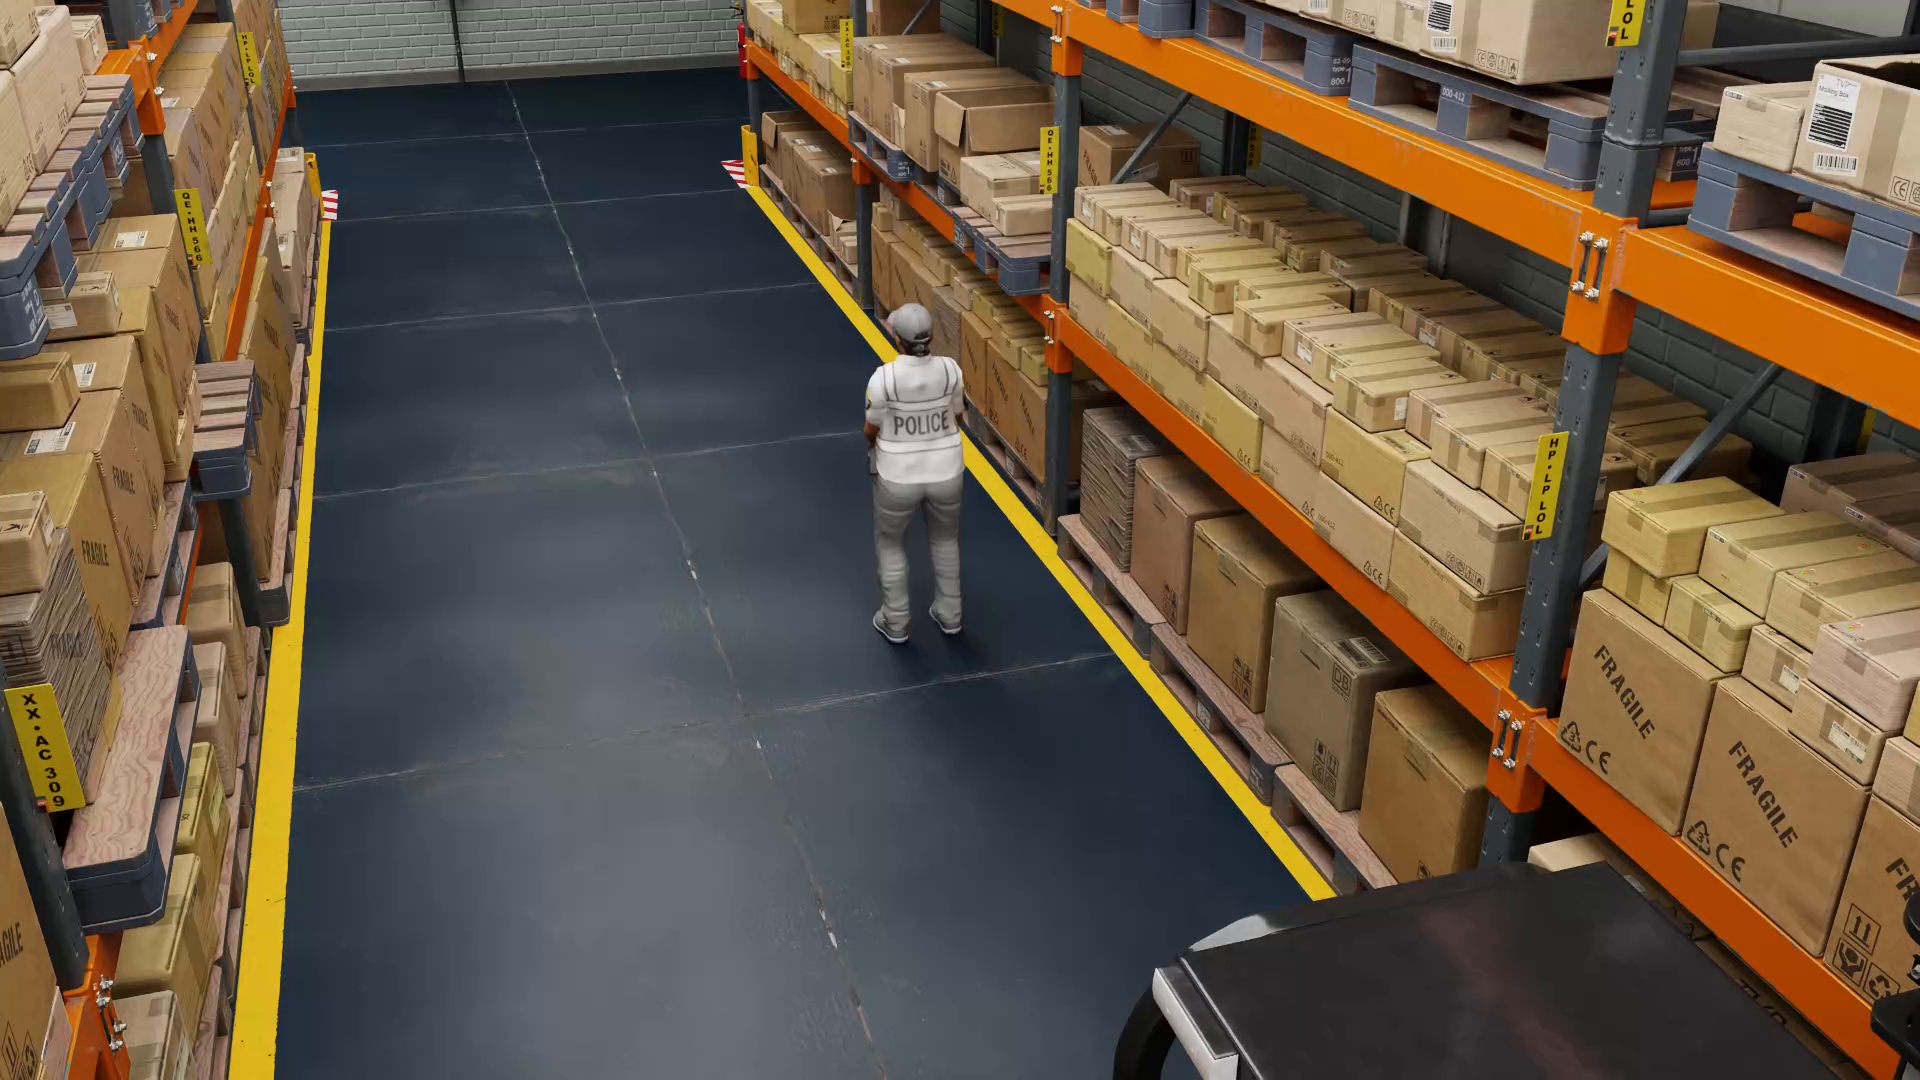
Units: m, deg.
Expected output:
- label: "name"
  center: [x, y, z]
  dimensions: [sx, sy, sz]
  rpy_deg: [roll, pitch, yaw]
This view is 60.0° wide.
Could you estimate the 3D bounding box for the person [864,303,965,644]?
- label: "person"
  center: [-0.225, -0.333, 7.777]
  dimensions: [0.471, 1.664, 0.536]
  rpy_deg: [-8, 28, -16]
